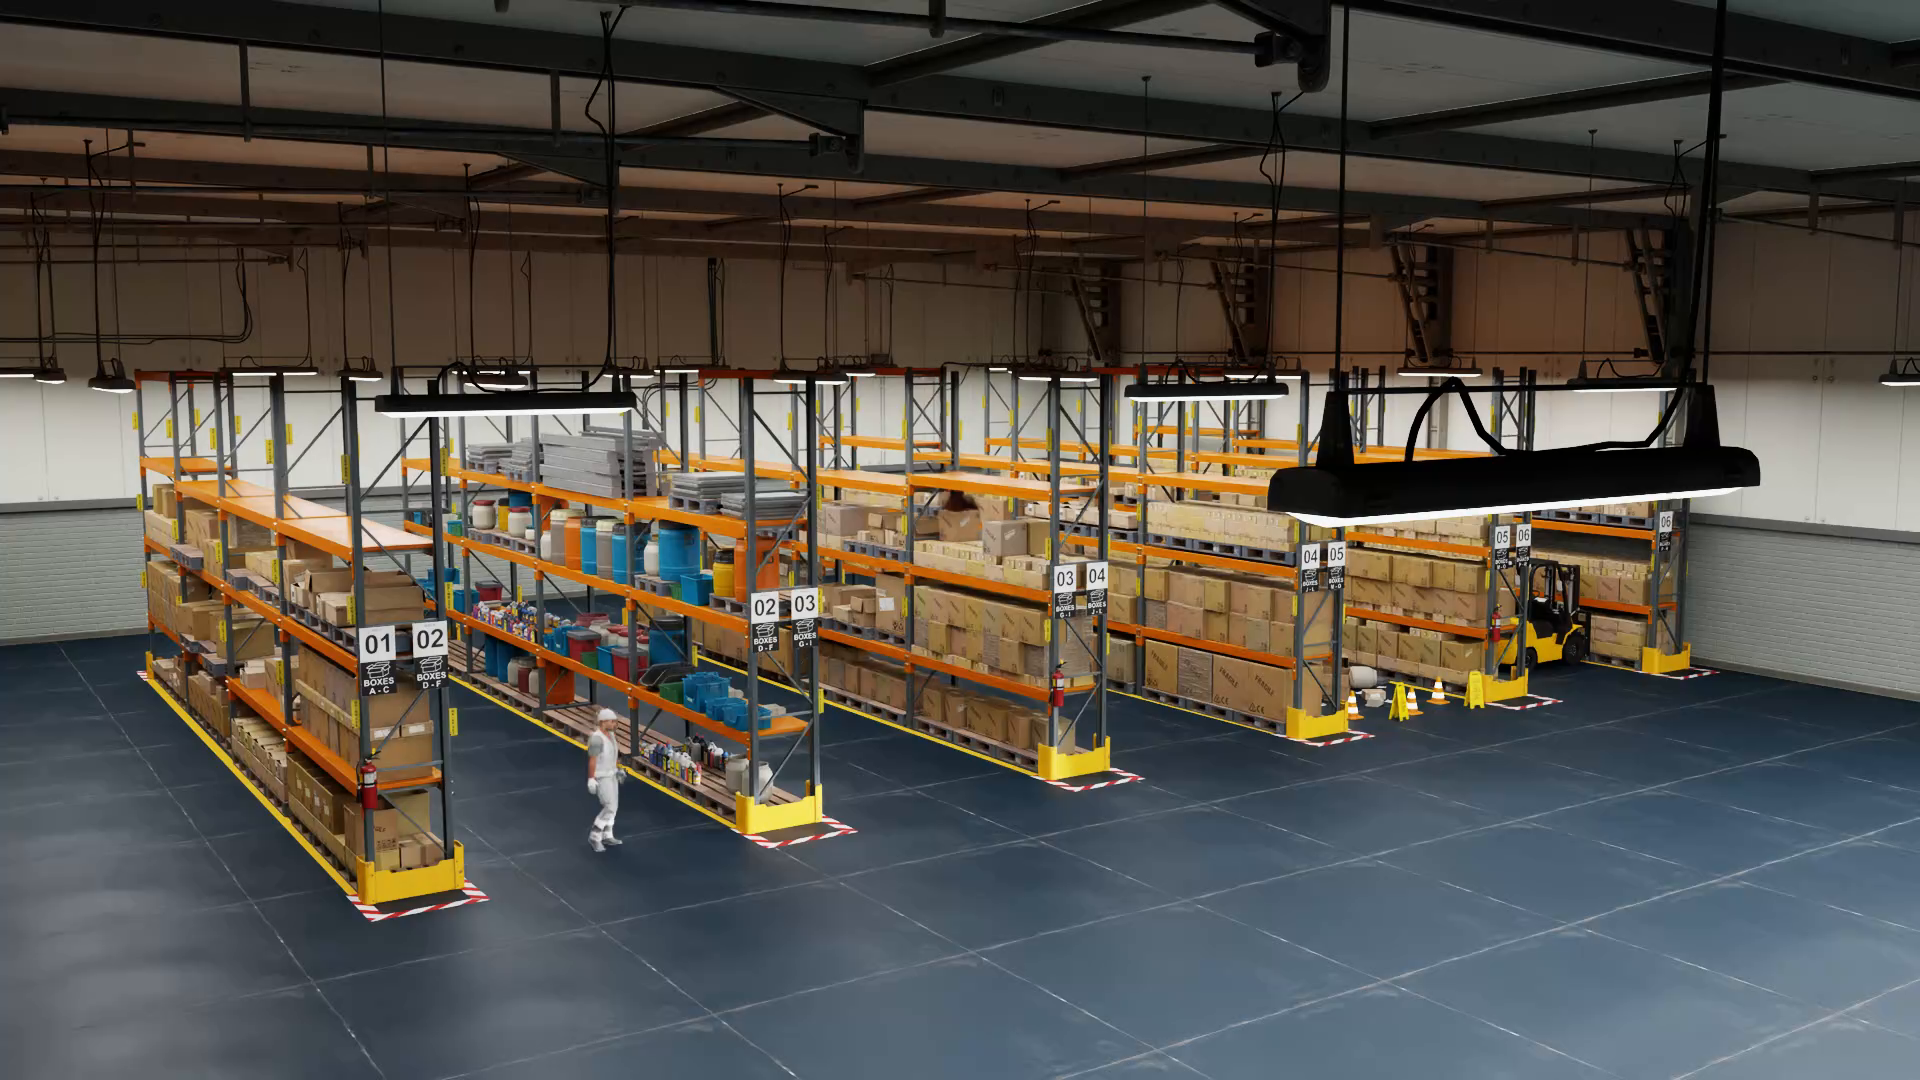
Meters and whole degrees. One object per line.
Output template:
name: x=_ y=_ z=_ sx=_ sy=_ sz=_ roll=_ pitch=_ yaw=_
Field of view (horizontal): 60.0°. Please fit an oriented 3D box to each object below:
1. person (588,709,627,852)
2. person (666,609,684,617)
person: x=-4.542 y=3.061 z=21.369 sx=0.394 sy=1.803 sz=0.649 roll=1 pitch=7 yaw=10
person: x=-5.650 y=1.789 z=33.051 sx=0.328 sy=1.741 sz=0.545 roll=-5 pitch=8 yaw=-37
